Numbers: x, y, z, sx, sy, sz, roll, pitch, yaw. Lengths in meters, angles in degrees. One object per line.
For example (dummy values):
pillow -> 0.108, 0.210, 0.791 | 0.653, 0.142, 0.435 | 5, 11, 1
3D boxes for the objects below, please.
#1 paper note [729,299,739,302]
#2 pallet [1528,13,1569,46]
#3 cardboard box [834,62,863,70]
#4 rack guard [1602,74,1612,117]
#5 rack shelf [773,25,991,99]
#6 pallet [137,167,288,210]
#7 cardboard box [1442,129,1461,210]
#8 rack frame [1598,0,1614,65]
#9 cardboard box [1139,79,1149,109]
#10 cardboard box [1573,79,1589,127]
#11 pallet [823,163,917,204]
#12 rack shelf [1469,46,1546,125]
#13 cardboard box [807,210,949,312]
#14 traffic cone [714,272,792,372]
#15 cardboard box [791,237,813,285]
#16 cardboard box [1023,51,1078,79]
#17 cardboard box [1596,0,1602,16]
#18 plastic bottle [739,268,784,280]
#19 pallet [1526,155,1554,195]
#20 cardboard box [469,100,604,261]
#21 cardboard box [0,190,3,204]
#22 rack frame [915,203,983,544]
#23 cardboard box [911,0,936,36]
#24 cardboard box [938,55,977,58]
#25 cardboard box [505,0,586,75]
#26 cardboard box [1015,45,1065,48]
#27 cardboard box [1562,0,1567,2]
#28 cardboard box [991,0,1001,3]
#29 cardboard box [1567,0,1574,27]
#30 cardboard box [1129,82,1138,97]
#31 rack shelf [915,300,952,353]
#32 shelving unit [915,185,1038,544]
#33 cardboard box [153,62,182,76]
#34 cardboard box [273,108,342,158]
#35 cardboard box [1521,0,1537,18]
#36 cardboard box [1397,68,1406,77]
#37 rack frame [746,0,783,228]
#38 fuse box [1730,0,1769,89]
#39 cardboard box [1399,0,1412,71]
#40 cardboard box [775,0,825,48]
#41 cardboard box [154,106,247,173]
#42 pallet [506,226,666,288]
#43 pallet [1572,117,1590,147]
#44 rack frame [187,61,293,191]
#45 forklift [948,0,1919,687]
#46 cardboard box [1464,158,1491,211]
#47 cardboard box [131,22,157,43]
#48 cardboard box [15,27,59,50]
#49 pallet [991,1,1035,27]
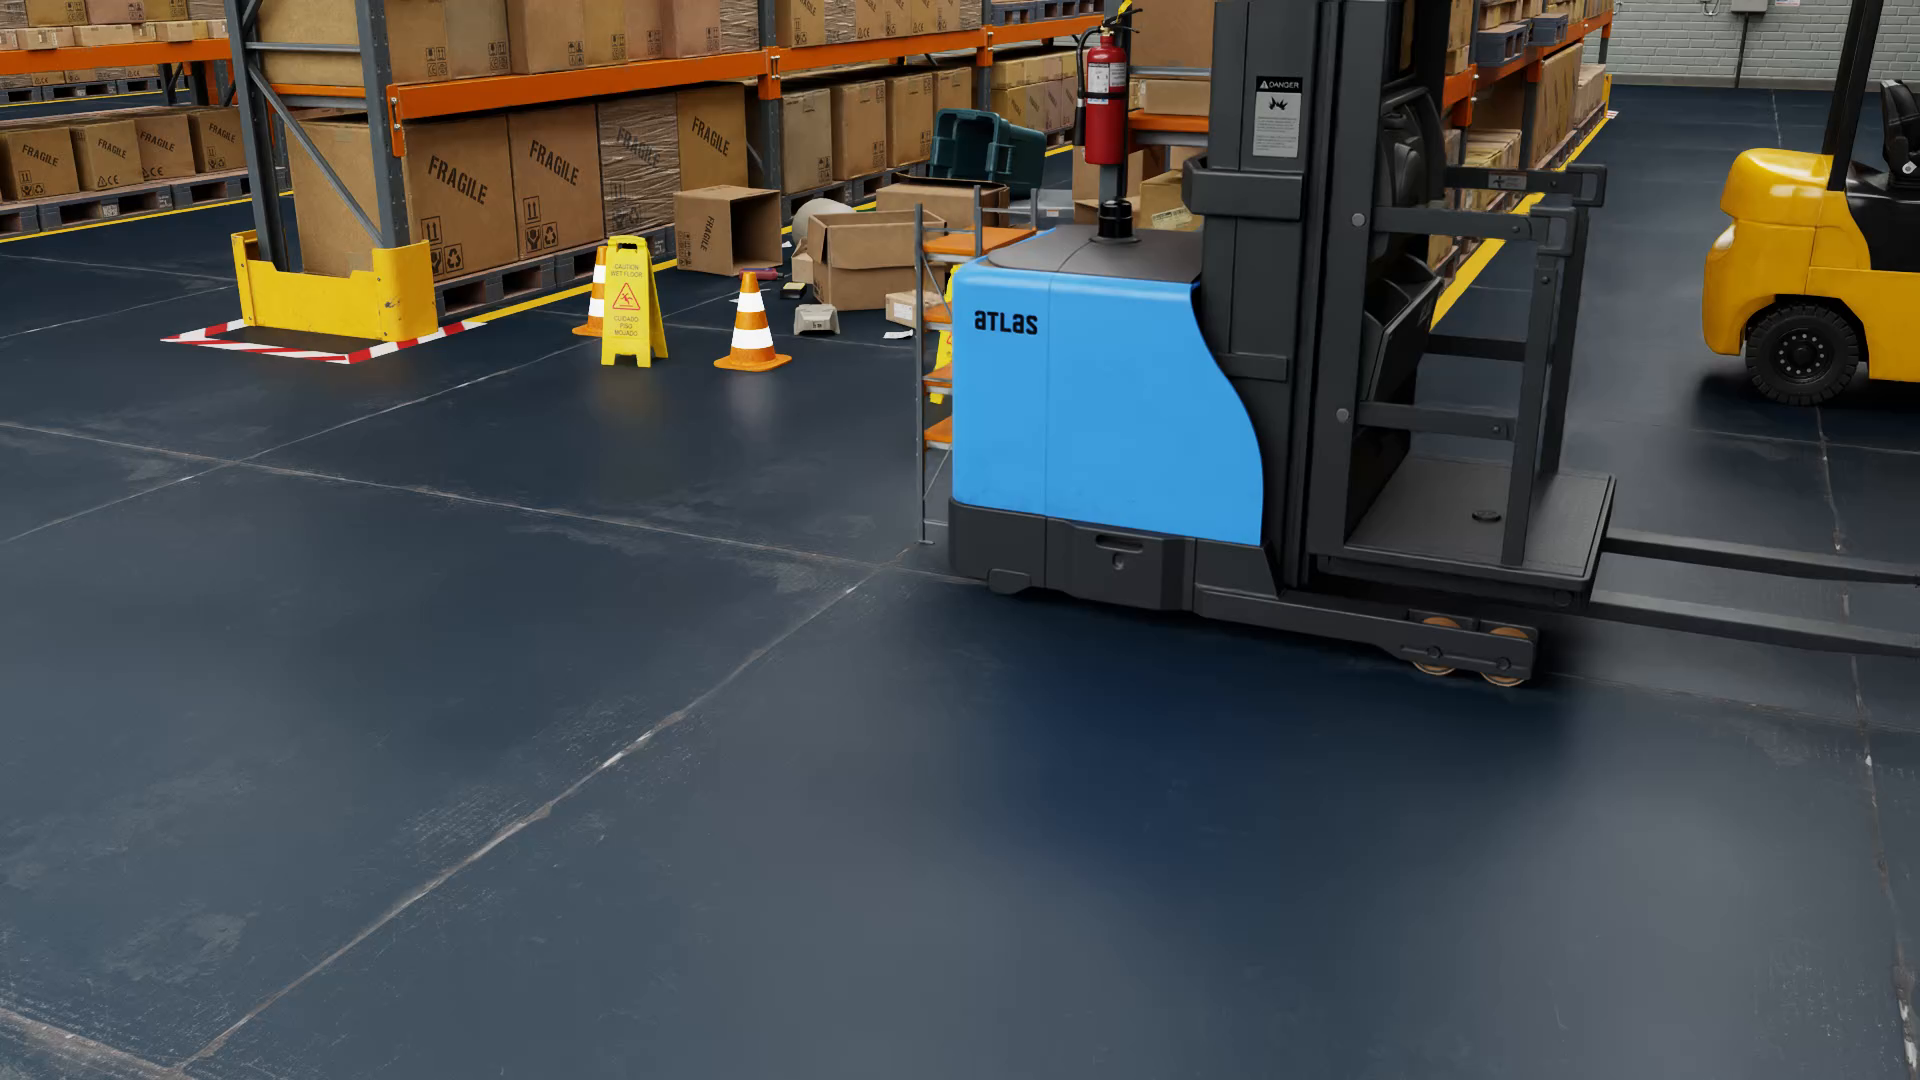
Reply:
paper note -> -1.291, -1.448, 9.997 | 0.144, 0.017, 0.142 | 18, 26, 41
pallet -> 4.174, -4.088, 13.275 | 1.213, 0.211, 1.003 | 9, 21, 23
cardboard box -> -1.959, -6.929, 23.519 | 0.875, 0.875, 0.875 | 9, 21, 23
rack guard -> 7.654, -5.686, 21.212 | 1.175, 0.500, 0.348 | 9, 21, 23
rack shelf -> -1.008, -4.109, 14.121 | 1.077, 0.370, 4.000 | 9, 21, 23
pallet -> -6.554, -3.024, 14.158 | 1.003, 0.211, 1.213 | 9, 21, 23
cardboard box -> 2.733, -2.227, 10.111 | 0.500, 0.500, 0.500 | 8, 21, 22
rack frame -> 7.644, -6.857, 20.773 | 1.000, 3.000, 0.127 | 9, 21, 23
cardboard box -> 1.053, -2.084, 7.726 | 0.380, 0.149, 0.250 | 8, 21, 22
cardboard box -> 6.361, -4.802, 18.192 | 0.875, 0.438, 0.875 | 8, 21, 22
pallet -> -1.082, -3.144, 14.493 | 1.003, 0.211, 1.213 | 9, 21, 23
rack shelf -> 3.549, -3.461, 12.298 | 1.077, 0.370, 4.000 | 9, 21, 23
cardboard box -> -0.498, -1.674, 9.925 | 0.797, 0.503, 0.637 | -5, 20, -15
traffic cone -> -1.060, -1.127, 8.448 | 0.336, 0.463, 0.334 | 9, 21, 23
cardboard box -> -0.851, -1.771, 10.551 | 0.396, 0.266, 0.258 | 13, 23, 32
cardboard box -> 0.948, -5.075, 17.746 | 0.500, 0.250, 0.500 | 8, 21, 20
cardboard box -> 6.857, -6.093, 18.476 | 0.500, 0.500, 0.500 | 9, 21, 23
plastic bottle -> -1.266, -1.707, 10.677 | 0.283, 0.061, 0.133 | 1, 20, 4
pallet -> 4.760, -3.328, 15.012 | 1.003, 0.211, 1.213 | 9, 21, 23
cardboard box -> -2.889, -2.297, 10.494 | 0.875, 0.875, 0.875 | 8, 21, 22
cardboard box -> -7.464, -2.722, 12.249 | 0.500, 0.500, 0.500 | 15, 25, 37
rack frame -> -0.038, -0.542, 5.703 | 0.240, 1.200, 0.015 | 9, 21, 23
cardboard box -> -0.539, -4.627, 14.354 | 0.500, 0.500, 0.500 | 8, 21, 22
cardboard box -> 0.049, -4.834, 17.069 | 0.500, 0.250, 0.500 | 9, 21, 23
cardboard box -> -2.805, -3.129, 10.068 | 0.875, 0.550, 0.550 | 9, 21, 23
cardboard box -> 0.905, -5.466, 18.847 | 0.500, 0.250, 0.500 | 8, 21, 20
cardboard box -> 5.229, -5.006, 15.045 | 0.500, 0.250, 0.500 | 8, 21, 22
cardboard box -> 0.178, -5.248, 15.998 | 0.380, 0.149, 0.250 | 8, 21, 22
cardboard box -> 5.619, -5.085, 16.013 | 0.500, 0.250, 0.500 | 8, 21, 21
cardboard box -> 1.889, -5.344, 19.703 | 0.380, 0.149, 0.250 | 10, 22, 25
rack shelf -> 0.062, -0.764, 5.860 | 0.258, 0.148, 0.480 | 9, 21, 23
shelving unit -> 0.062, -0.617, 5.912 | 0.258, 1.200, 0.503 | 9, 21, 23
cardboard box -> -12.012, -7.194, 24.794 | 0.500, 0.500, 0.500 | 8, 21, 22
cardboard box -> -6.040, -3.763, 15.146 | 0.700, 0.500, 0.500 | 7, 21, 19
cardboard box -> 4.132, -4.021, 12.548 | 0.380, 0.149, 0.250 | 9, 21, 24
cardboard box -> 2.103, -2.392, 8.594 | 0.380, 0.149, 0.250 | 8, 21, 21
rack frame -> -1.827, -3.837, 12.281 | 1.000, 3.000, 0.127 | 9, 21, 23
fuse box -> 11.789, -7.644, 24.909 | 0.539, 1.711, 0.414 | 9, 21, 23
cardboard box -> 1.956, -2.574, 8.138 | 0.500, 0.500, 0.500 | 8, 21, 22
cardboard box -> -1.366, -4.008, 12.612 | 0.500, 0.500, 0.500 | 9, 21, 23
cardboard box -> -6.511, -3.452, 14.302 | 0.500, 0.500, 0.500 | 8, 21, 21
pallet -> -2.708, -1.927, 11.072 | 1.003, 0.211, 1.213 | 9, 21, 23
pallet -> 6.389, -4.542, 18.425 | 1.003, 0.211, 1.213 | 9, 21, 23
rack frame -> -6.311, -4.548, 14.282 | 1.000, 3.000, 0.127 | 9, 21, 23
forklift -> 1.523, -1.162, 4.862 | 3.031, 2.935, 1.130 | 9, 21, 23
cardboard box -> 3.234, -2.529, 11.899 | 0.950, 0.372, 0.625 | 10, 22, 26
cardboard box -> -6.622, -4.031, 13.201 | 0.380, 0.149, 0.250 | 9, 21, 23
cardboard box -> -6.912, -3.707, 12.290 | 0.380, 0.149, 0.250 | 9, 21, 23
pallet -> 0.006, -5.202, 16.405 | 1.213, 0.211, 1.003 | 9, 21, 23
